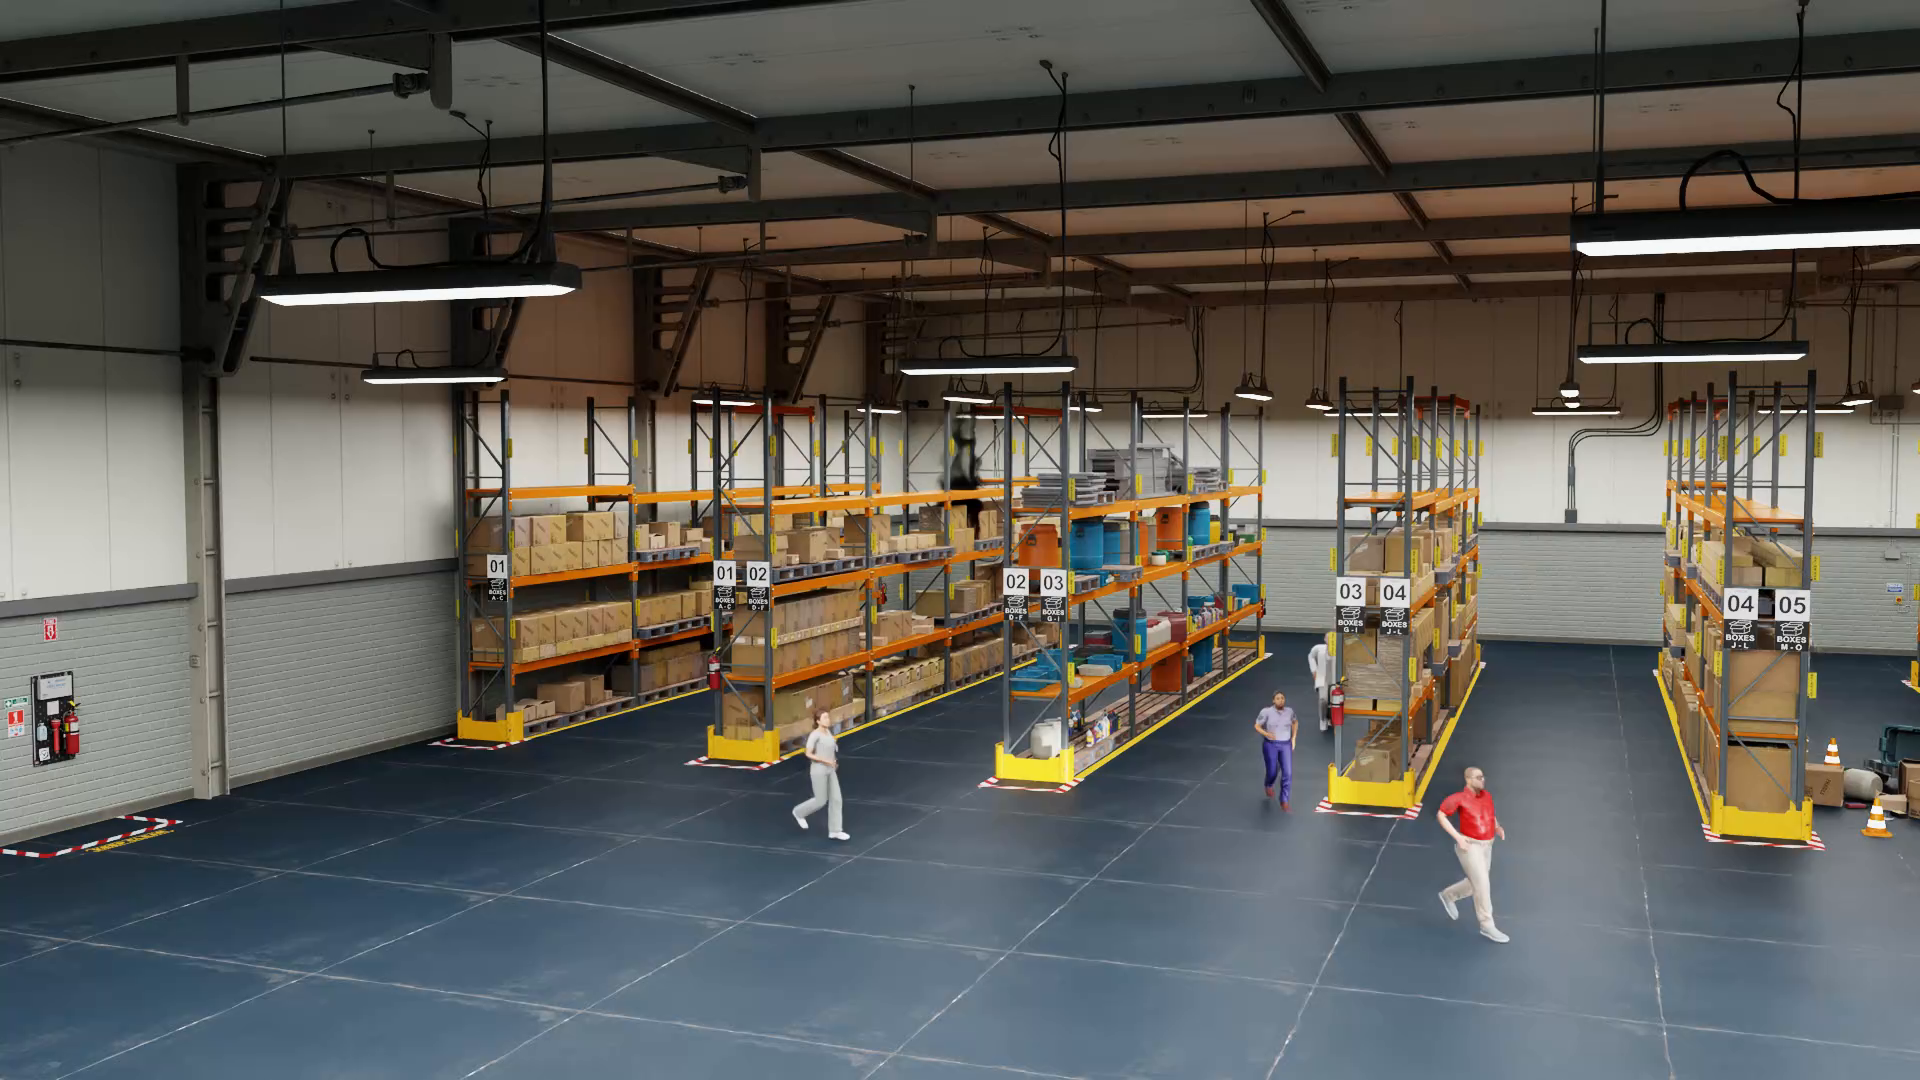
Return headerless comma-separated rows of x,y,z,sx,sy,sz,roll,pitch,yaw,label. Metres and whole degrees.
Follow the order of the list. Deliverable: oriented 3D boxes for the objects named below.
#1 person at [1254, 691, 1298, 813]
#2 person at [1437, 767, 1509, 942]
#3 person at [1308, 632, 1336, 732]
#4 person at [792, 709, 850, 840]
4.434,2.906,23.243,0.643,1.628,0.841,0,3,-2,person
5.286,3.190,17.116,0.672,1.713,0.911,-2,4,-36,person
6.540,2.505,29.533,0.672,1.776,0.880,0,3,7,person
-1.768,2.982,21.308,0.880,1.644,0.578,2,4,33,person
